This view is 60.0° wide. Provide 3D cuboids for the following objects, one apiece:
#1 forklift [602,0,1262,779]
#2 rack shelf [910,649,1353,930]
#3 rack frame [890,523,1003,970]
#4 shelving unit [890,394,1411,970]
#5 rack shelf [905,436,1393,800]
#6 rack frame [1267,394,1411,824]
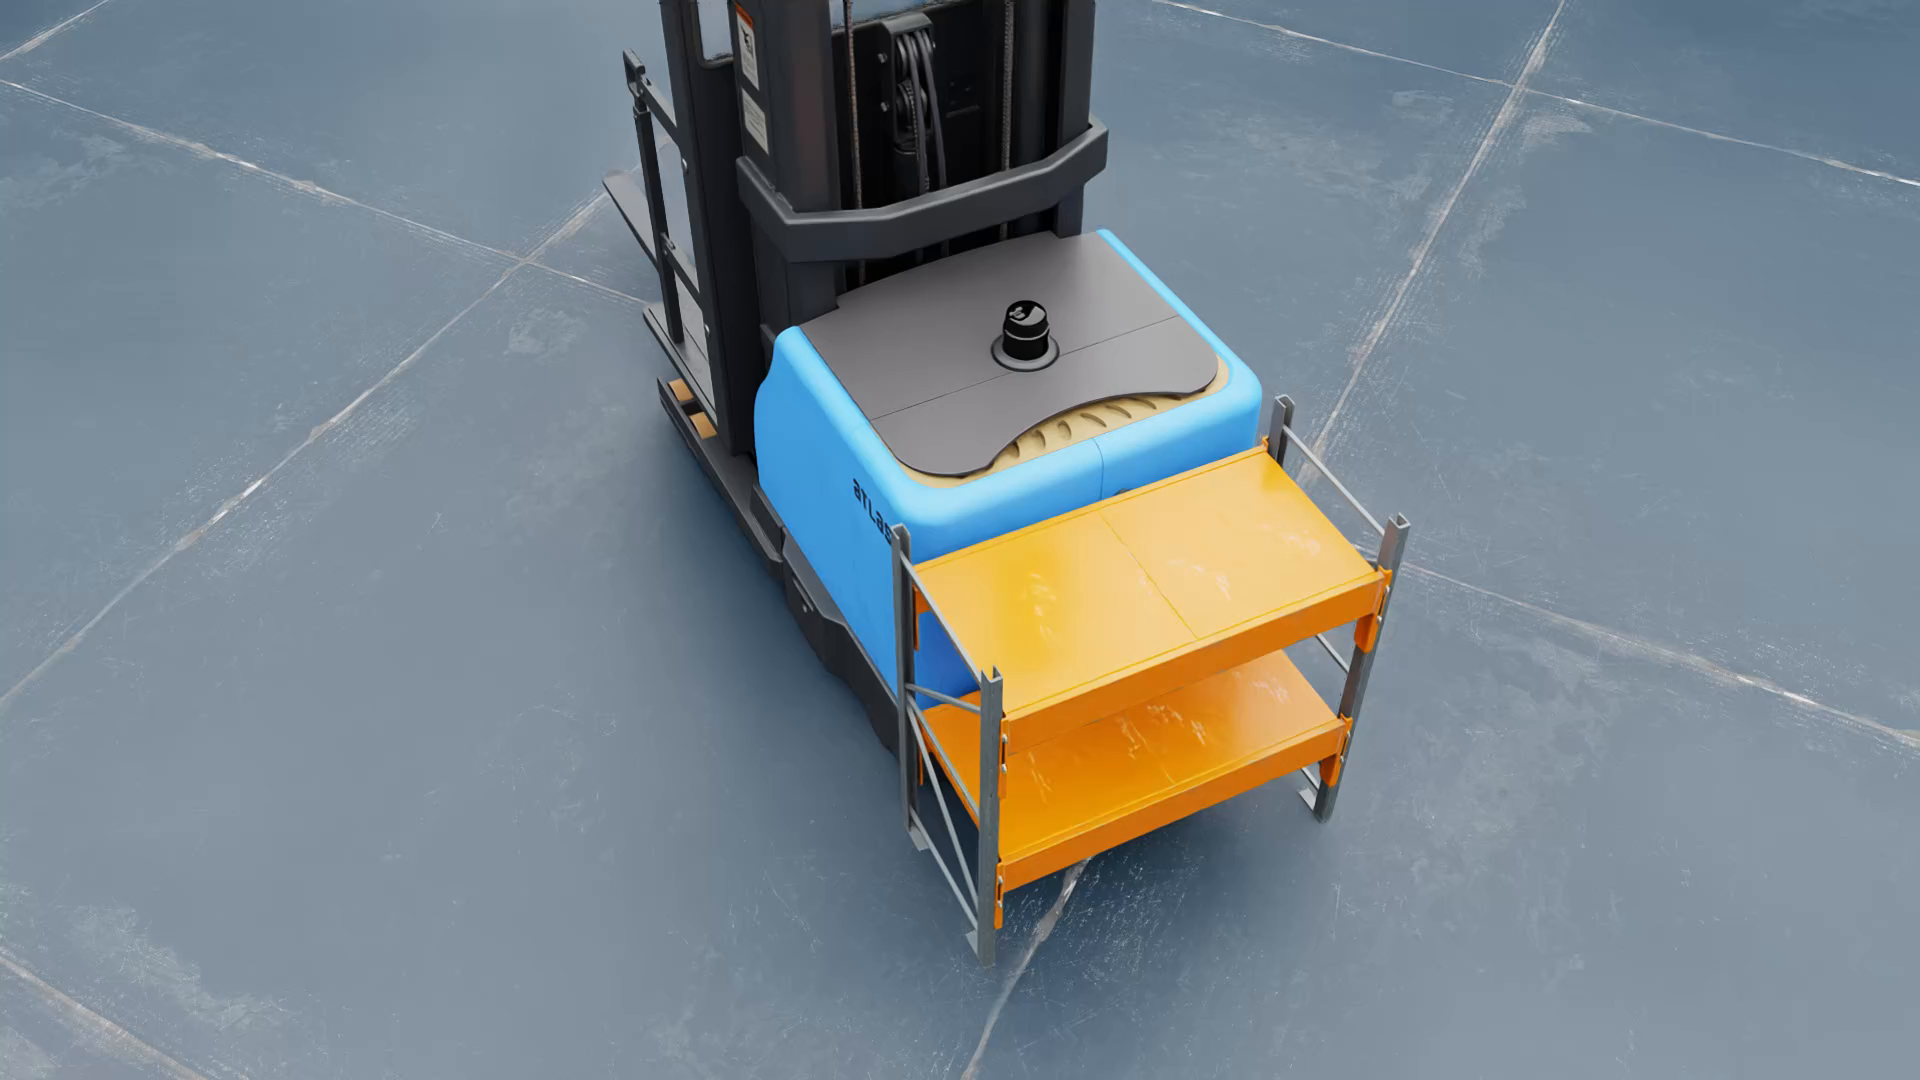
[{"bbox_3d":[-0.357,-1.430,4.602,1.130,2.935,3.031,-21,49,-19],"label":"forklift"},{"bbox_3d":[0.424,0.536,4.273,1.000,0.278,0.538,-19,48,-18],"label":"rack shelf"},{"bbox_3d":[-0.033,0.521,3.944,0.032,1.125,0.500,-19,48,-18],"label":"rack frame"},{"bbox_3d":[0.424,0.364,4.100,1.048,1.125,0.538,-19,48,-18],"label":"shelving unit"},{"bbox_3d":[0.424,0.158,3.891,1.000,0.278,0.538,-19,48,-18],"label":"rack shelf"},{"bbox_3d":[0.882,0.206,4.255,0.032,1.125,0.500,-19,48,-18],"label":"rack frame"}]
